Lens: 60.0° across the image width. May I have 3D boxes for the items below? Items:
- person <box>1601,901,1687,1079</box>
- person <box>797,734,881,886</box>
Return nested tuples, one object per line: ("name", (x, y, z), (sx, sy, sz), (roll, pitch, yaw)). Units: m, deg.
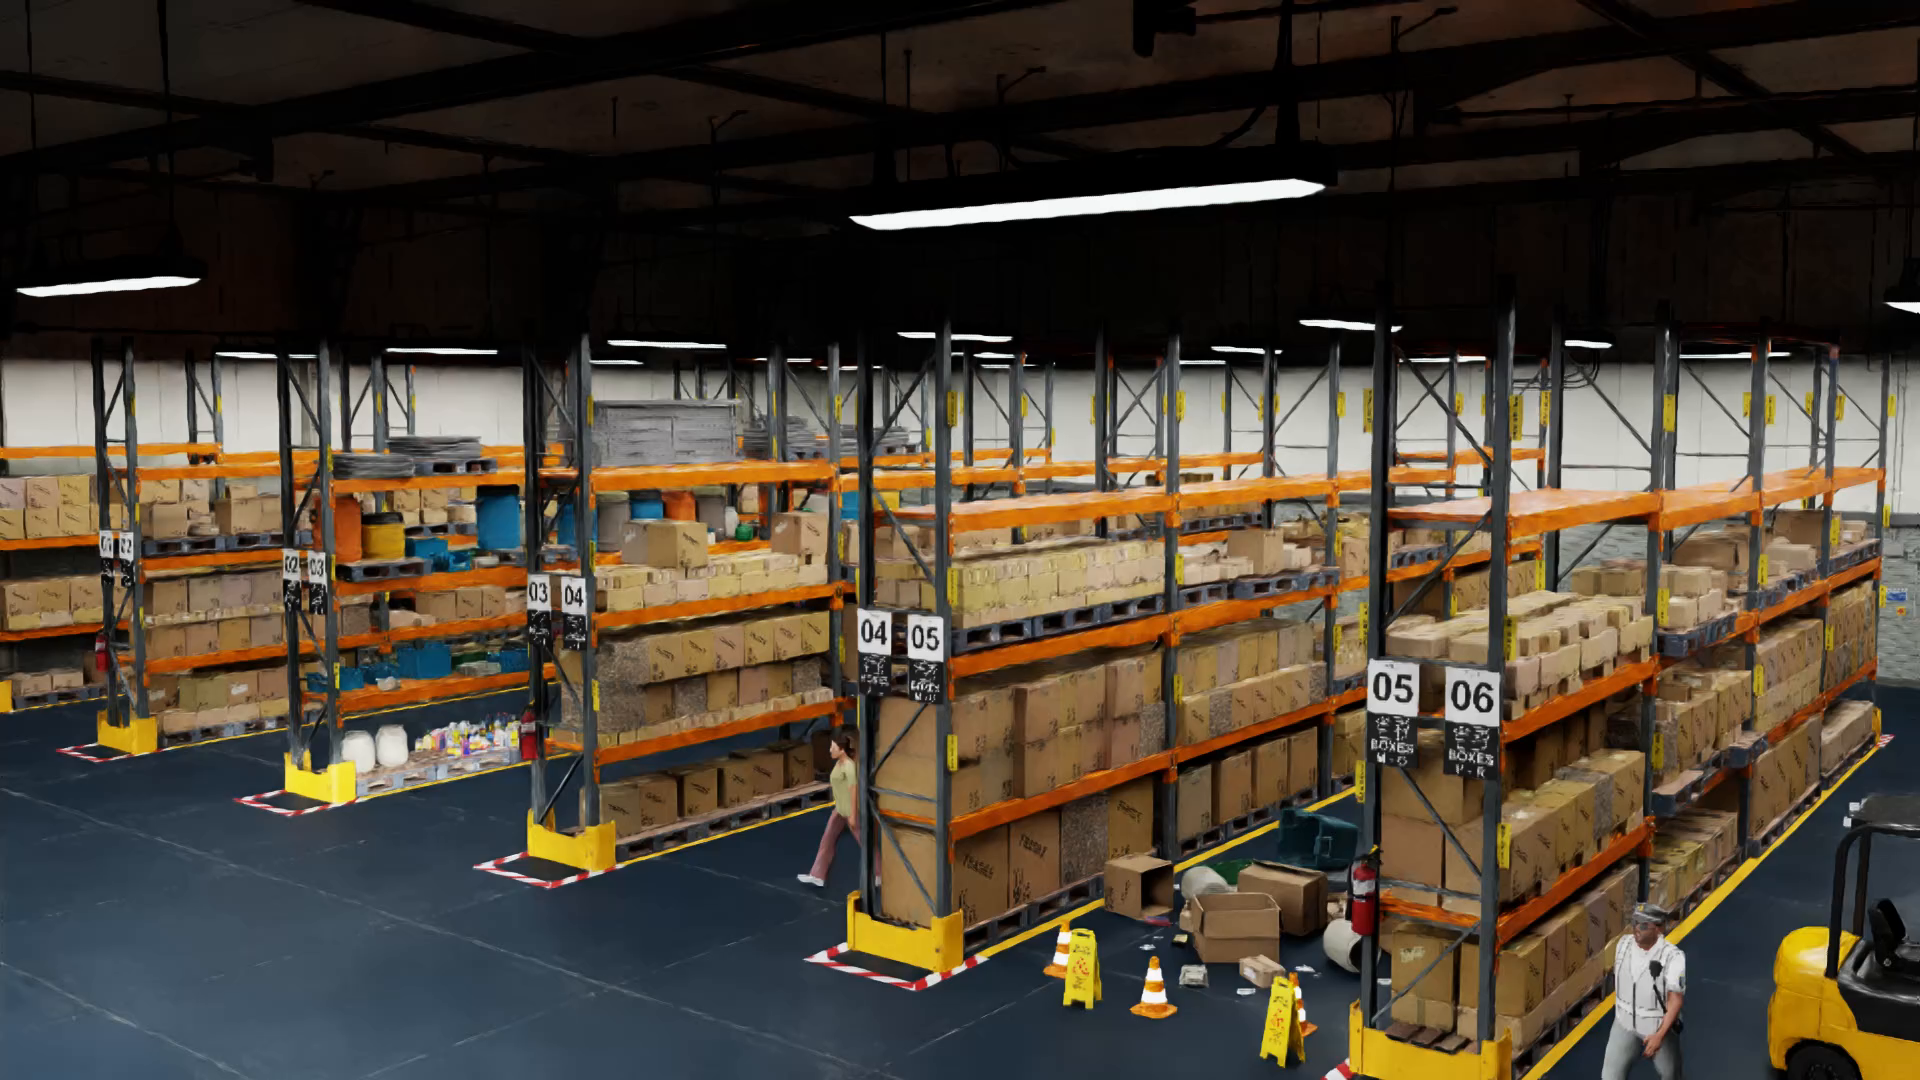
("person", (4.703, 3.303, 11.405), (1.029, 1.705, 0.535), (-5, 7, -43))
("person", (-1.213, 2.837, 17.418), (0.924, 1.623, 0.482), (-2, 5, -24))
